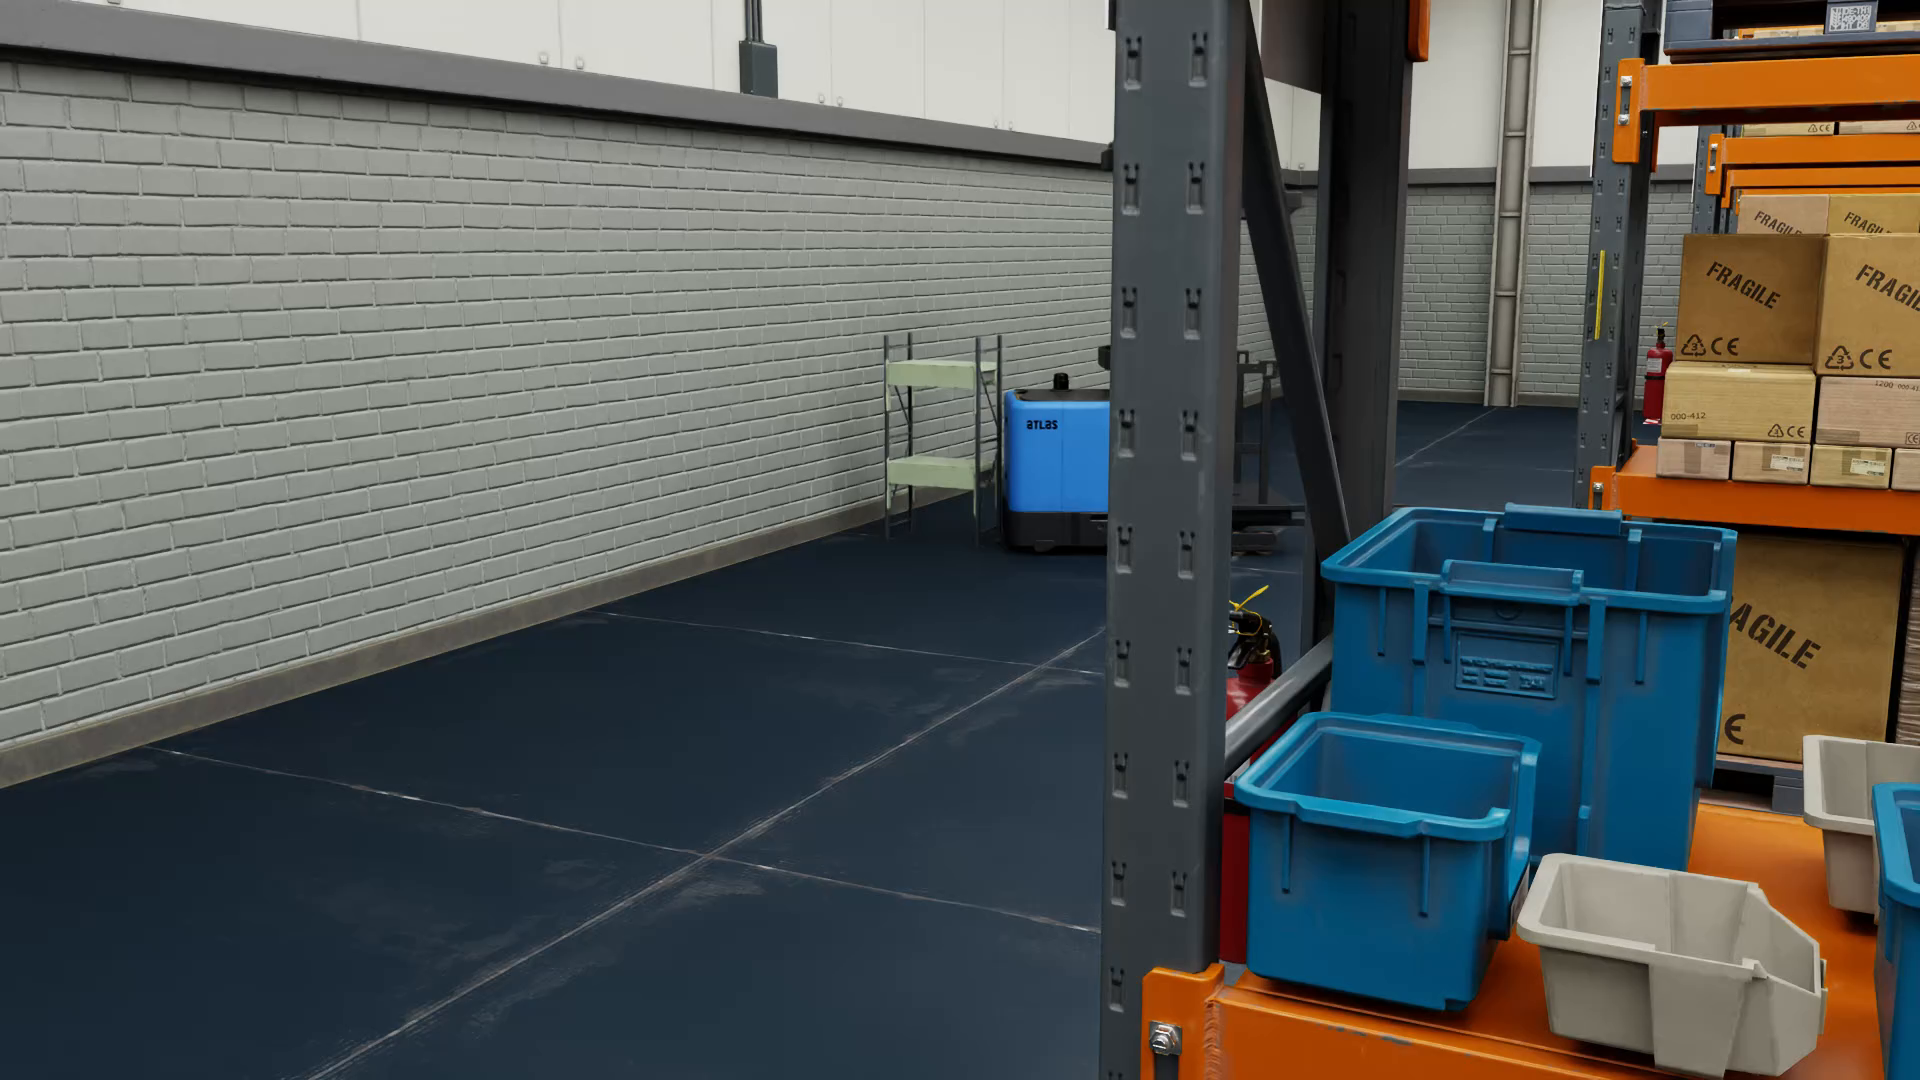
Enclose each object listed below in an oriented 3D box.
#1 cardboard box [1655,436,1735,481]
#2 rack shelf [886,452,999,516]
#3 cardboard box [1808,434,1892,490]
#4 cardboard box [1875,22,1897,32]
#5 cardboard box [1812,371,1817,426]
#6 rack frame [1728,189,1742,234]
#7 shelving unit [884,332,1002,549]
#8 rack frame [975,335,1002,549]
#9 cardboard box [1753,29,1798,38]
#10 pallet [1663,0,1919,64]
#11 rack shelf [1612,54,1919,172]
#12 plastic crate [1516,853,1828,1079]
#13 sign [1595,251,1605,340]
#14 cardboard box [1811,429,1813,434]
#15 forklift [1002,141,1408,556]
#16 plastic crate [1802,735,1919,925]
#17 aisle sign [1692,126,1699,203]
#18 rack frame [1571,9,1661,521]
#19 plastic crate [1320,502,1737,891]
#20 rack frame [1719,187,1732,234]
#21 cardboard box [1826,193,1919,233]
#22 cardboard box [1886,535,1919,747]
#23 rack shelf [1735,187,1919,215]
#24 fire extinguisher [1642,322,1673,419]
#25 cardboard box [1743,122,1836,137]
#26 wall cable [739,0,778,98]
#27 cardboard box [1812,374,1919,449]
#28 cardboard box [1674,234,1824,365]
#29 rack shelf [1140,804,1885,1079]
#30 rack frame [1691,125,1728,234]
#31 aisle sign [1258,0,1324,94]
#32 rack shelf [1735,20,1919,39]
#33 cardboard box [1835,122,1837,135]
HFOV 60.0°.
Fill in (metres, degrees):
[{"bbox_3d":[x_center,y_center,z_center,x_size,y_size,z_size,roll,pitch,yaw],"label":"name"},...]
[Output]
[{"bbox_3d":[2.808,-0.331,6.344,0.250,0.149,0.380,5,11,26],"label":"cardboard box"},{"bbox_3d":[-0.122,-0.416,12.149,0.720,0.370,0.431,5,11,26],"label":"rack shelf"},{"bbox_3d":[3.268,-0.291,6.122,0.250,0.149,0.380,5,11,24],"label":"cardboard box"},{"bbox_3d":[5.542,-3.046,10.115,0.250,0.149,0.380,5,11,26],"label":"cardboard box"},{"bbox_3d":[3.642,-0.572,6.556,0.500,0.250,0.500,5,11,25],"label":"cardboard box"},{"bbox_3d":[9.213,-2.911,19.894,0.127,3.000,1.000,5,11,26],"label":"rack frame"},{"bbox_3d":[-0.122,-0.737,12.091,0.755,1.500,0.431,5,11,26],"label":"shelving unit"},{"bbox_3d":[0.206,-0.708,11.932,0.023,1.500,0.400,5,11,26],"label":"rack frame"},{"bbox_3d":[5.111,-3.102,10.424,0.250,0.149,0.380,5,11,25],"label":"cardboard box"},{"bbox_3d":[3.305,-1.911,6.194,1.213,0.211,1.003,5,11,26],"label":"pallet"},{"bbox_3d":[4.429,-1.500,5.693,4.000,0.370,1.077,5,11,26],"label":"rack shelf"},{"bbox_3d":[0.771,0.466,1.804,0.298,0.136,0.250,5,11,26],"label":"plastic crate"},{"bbox_3d":[2.385,-0.912,6.196,0.005,0.325,0.100,5,11,26],"label":"sign"},{"bbox_3d":[3.560,-0.396,6.702,0.250,0.149,0.380,5,11,26],"label":"cardboard box"},{"bbox_3d":[1.840,-1.428,11.889,3.031,2.935,1.130,0,10,-1],"label":"forklift"},{"bbox_3d":[1.255,0.391,2.219,0.243,0.136,0.396,5,11,26],"label":"plastic crate"},{"bbox_3d":[4.723,-2.557,10.635,0.004,0.787,0.394,5,11,26],"label":"aisle sign"},{"bbox_3d":[2.636,-0.536,6.767,0.127,3.000,1.000,5,11,26],"label":"rack frame"},{"bbox_3d":[0.827,0.205,2.407,0.499,0.435,0.616,5,11,26],"label":"plastic crate"},{"bbox_3d":[7.020,-2.118,15.512,0.127,3.000,1.000,5,11,26],"label":"rack frame"},{"bbox_3d":[5.661,-1.891,10.332,0.500,0.500,0.500,5,12,27],"label":"cardboard box"},{"bbox_3d":[4.061,0.413,6.314,0.875,0.875,0.875,5,11,26],"label":"cardboard box"},{"bbox_3d":[11.007,-3.876,18.820,4.000,0.370,1.077,5,11,26],"label":"rack shelf"},{"bbox_3d":[4.899,-1.192,11.657,0.183,0.674,0.296,5,11,26],"label":"fire extinguisher"},{"bbox_3d":[5.210,-2.646,10.425,0.500,0.250,0.500,5,12,28],"label":"cardboard box"},{"bbox_3d":[-0.910,-6.067,11.450,0.120,5.999,2.277,5,11,26],"label":"wall cable"},{"bbox_3d":[3.416,-0.487,6.086,0.500,0.250,0.500,5,11,25],"label":"cardboard box"},{"bbox_3d":[3.189,-0.981,6.707,0.500,0.500,0.500,5,11,27],"label":"cardboard box"},{"bbox_3d":[2.238,0.767,1.589,4.000,0.370,1.077,5,11,26],"label":"rack shelf"},{"bbox_3d":[4.921,-1.320,11.100,0.127,3.000,1.000,5,11,26],"label":"rack frame"},{"bbox_3d":[0.509,-1.076,2.455,0.004,0.787,0.394,5,11,26],"label":"aisle sign"},{"bbox_3d":[8.814,-4.362,14.207,4.000,0.370,1.077,5,11,26],"label":"rack shelf"},{"bbox_3d":[5.446,-2.728,10.881,0.500,0.250,0.500,5,11,25],"label":"cardboard box"}]
